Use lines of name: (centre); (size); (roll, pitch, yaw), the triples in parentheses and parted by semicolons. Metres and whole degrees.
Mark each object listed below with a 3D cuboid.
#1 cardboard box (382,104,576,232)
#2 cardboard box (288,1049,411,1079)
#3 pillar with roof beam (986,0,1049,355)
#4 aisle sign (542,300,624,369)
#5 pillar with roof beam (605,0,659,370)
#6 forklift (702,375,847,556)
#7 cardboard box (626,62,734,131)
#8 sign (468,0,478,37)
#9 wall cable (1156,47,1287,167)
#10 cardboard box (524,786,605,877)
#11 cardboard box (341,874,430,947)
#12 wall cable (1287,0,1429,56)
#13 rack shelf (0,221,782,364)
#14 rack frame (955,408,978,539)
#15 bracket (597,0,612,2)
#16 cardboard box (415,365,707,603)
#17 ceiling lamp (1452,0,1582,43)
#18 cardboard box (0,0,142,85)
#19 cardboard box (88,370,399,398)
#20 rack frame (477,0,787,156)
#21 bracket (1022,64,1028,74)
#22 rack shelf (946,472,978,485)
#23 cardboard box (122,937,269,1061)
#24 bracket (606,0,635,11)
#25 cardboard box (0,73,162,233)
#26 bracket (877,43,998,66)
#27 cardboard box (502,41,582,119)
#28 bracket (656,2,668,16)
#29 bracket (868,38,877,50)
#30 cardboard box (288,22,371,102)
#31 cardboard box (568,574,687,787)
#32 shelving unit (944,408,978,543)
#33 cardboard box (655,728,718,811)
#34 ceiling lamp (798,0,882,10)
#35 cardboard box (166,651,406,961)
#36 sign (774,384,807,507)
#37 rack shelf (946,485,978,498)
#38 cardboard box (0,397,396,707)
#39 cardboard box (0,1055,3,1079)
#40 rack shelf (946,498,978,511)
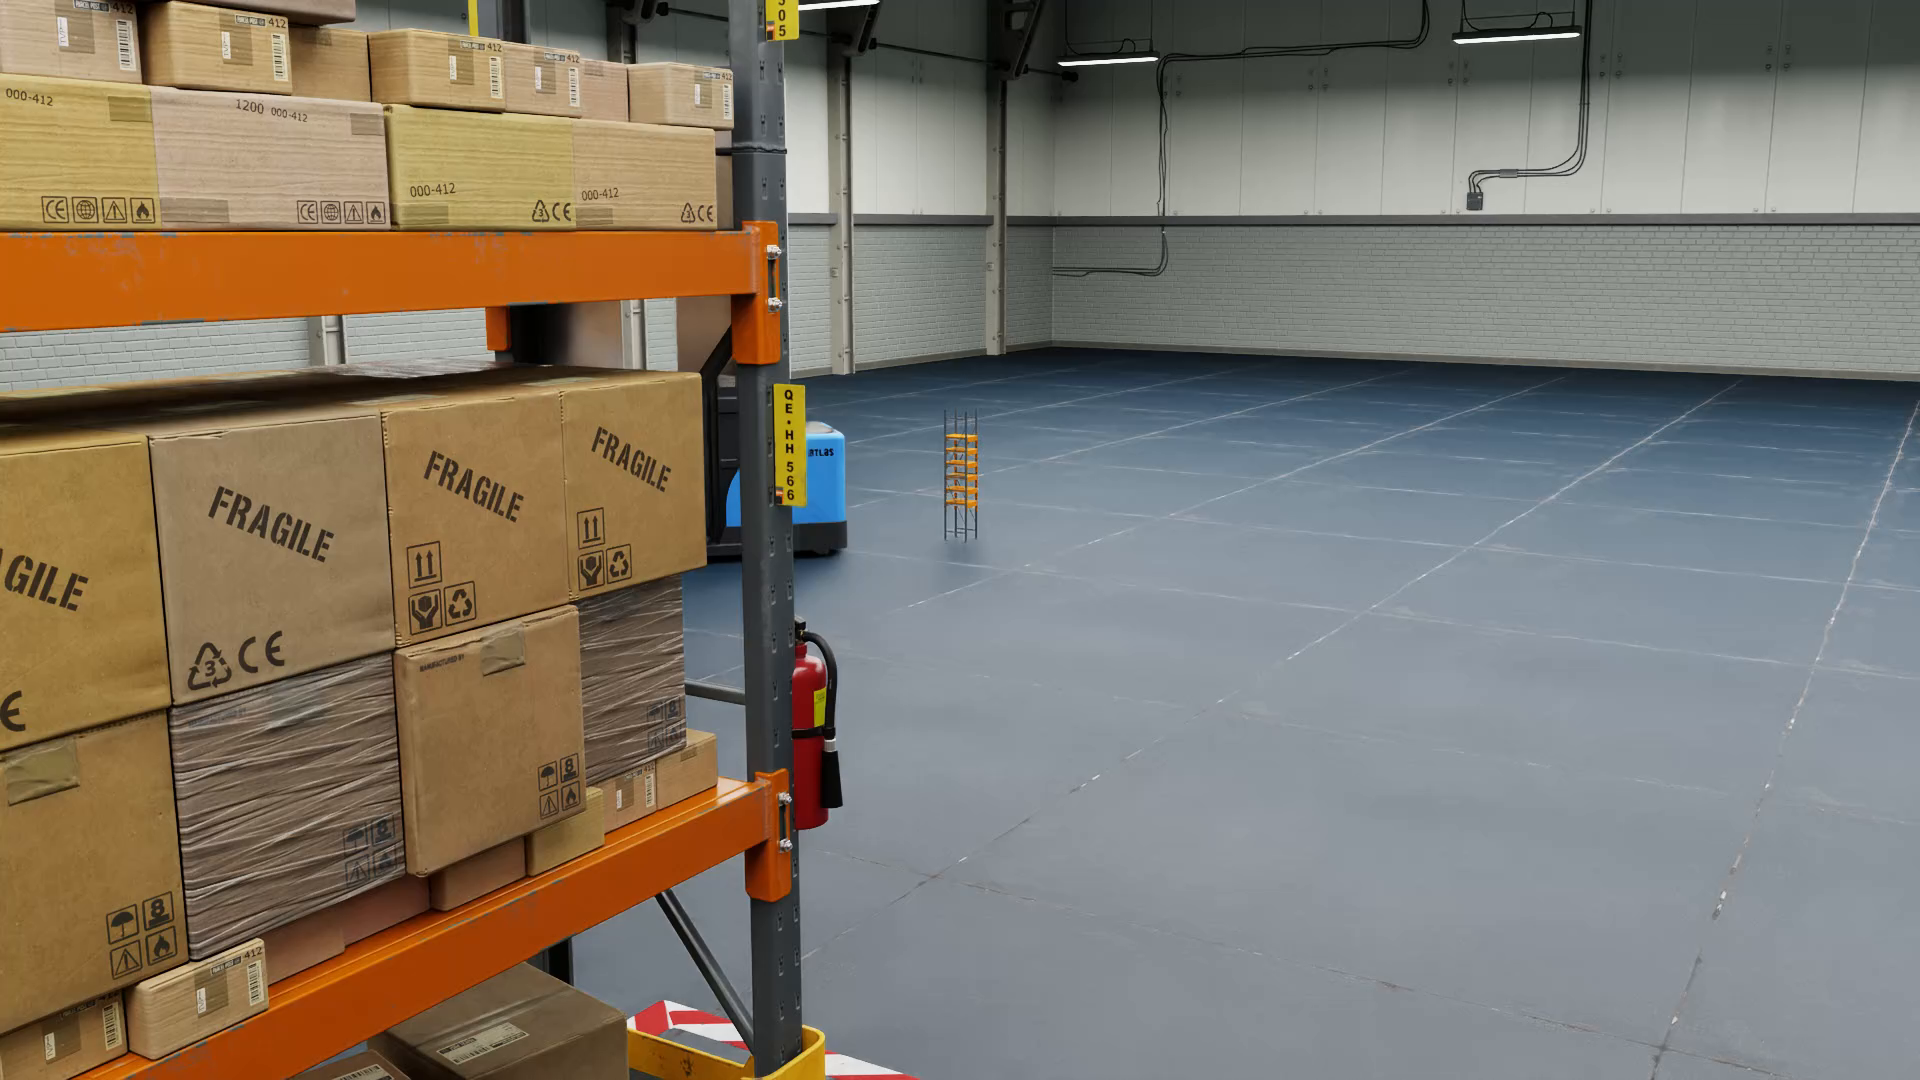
cardboard box: (-1.207, -0.806, 3.658); (0.500, 0.250, 0.500); (6, 12, 31)
cardboard box: (-1.537, 1.632, 4.032); (0.500, 0.500, 0.500); (-10, 14, -43)
pillar with roof beam: (4.492, -8.237, 34.791); (9.100, 9.000, 0.548); (6, 12, 31)
aisle sign: (-1.141, -0.900, 4.842); (0.394, 0.787, 0.004); (6, 12, 31)
pillar with roof beam: (-1.738, -6.349, 24.710); (9.100, 9.000, 0.548); (6, 12, 31)
forklift: (-2.561, -1.317, 14.320); (3.031, 2.935, 1.130); (-3, 11, -15)
cardboard box: (-0.794, -1.107, 4.184); (0.380, 0.149, 0.250); (6, 12, 31)
sign: (-1.381, -1.540, 4.796); (0.100, 0.325, 0.005); (6, 12, 31)
wall cable: (5.784, -9.682, 37.229); (3.097, 2.526, 0.112); (6, 12, 31)
cardboard box: (-1.105, 0.688, 4.108); (0.380, 0.149, 0.250); (6, 12, 31)
cardboard box: (-1.413, 0.761, 3.717); (0.380, 0.149, 0.250); (6, 12, 31)
wall cable: (8.429, -11.622, 35.231); (3.097, 2.526, 0.112); (6, 12, 31)
rack shelf: (-1.955, -0.390, 2.986); (1.077, 0.370, 4.000); (6, 12, 31)
rack frame: (0.055, -0.606, 15.229); (0.240, 1.200, 0.006); (6, 12, 31)
bracket: (-6.667, -8.025, 23.882); (0.076, 0.066, 4.783); (6, 12, 31)
cardboard box: (-0.991, -0.161, 4.159); (0.500, 0.500, 0.500); (6, 12, 31)
ceiling lamp: (9.182, -9.749, 27.010); (2.000, 3.185, 0.800); (6, 12, 31)
cardboard box: (-1.658, -0.864, 2.889); (0.380, 0.149, 0.250); (6, 12, 28)
cardboard box: (-1.701, -0.132, 4.008); (0.500, 0.500, 0.500); (6, 12, 31)
rack frame: (-0.917, -2.533, 4.324); (1.000, 3.000, 0.127); (6, 12, 31)
bracket: (1.332, -10.448, 36.824); (0.235, 0.232, 0.430); (6, 12, 31)
rack shelf: (0.008, -0.548, 15.160); (0.258, 0.103, 0.180); (6, 12, 31)
cardboard box: (-1.577, 0.850, 3.240); (0.380, 0.149, 0.250); (6, 12, 31)
bracket: (-5.330, -8.431, 26.046); (0.235, 0.232, 0.430); (6, 12, 31)
cardboard box: (-1.737, -0.646, 2.807); (0.500, 0.250, 0.500); (6, 12, 30)
bracket: (-0.437, -9.913, 33.963); (0.076, 0.066, 4.783); (6, 12, 31)
cardboard box: (-1.078, -1.024, 3.740); (0.380, 0.149, 0.250); (6, 12, 28)
bracket: (-4.899, -8.561, 26.743); (0.235, 0.232, 0.430); (6, 12, 31)
bracket: (-1.784, -9.505, 31.784); (0.235, 0.232, 0.430); (6, 12, 31)
cardboard box: (-1.423, -0.955, 3.373); (0.380, 0.149, 0.250); (7, 12, 31)
cardboard box: (-1.226, 0.305, 4.391); (0.875, 0.500, 0.500); (6, 12, 31)
shelving unit: (0.008, -0.592, 15.152); (0.258, 1.200, 0.189); (6, 12, 31)
cardboard box: (-0.889, 0.604, 4.554); (0.380, 0.149, 0.250); (6, 12, 31)
ceiling lamp: (-1.864, -9.023, 23.128); (2.000, 3.185, 0.800); (6, 12, 31)
cardboard box: (-1.680, 0.469, 3.512); (0.875, 0.500, 0.500); (6, 12, 31)
sign: (-0.453, -0.252, 4.440); (0.100, 0.325, 0.005); (6, 12, 31)
rack shelf: (0.008, -0.430, 15.182); (0.258, 0.103, 0.180); (6, 12, 31)
cardboard box: (-1.508, -0.003, 3.317); (0.500, 0.500, 0.500); (6, 12, 31)
cardboard box: (-1.858, 0.926, 2.833); (0.380, 0.149, 0.250); (6, 12, 31)
rack shelf: (0.008, -0.312, 15.204); (0.258, 0.103, 0.180); (6, 12, 31)
